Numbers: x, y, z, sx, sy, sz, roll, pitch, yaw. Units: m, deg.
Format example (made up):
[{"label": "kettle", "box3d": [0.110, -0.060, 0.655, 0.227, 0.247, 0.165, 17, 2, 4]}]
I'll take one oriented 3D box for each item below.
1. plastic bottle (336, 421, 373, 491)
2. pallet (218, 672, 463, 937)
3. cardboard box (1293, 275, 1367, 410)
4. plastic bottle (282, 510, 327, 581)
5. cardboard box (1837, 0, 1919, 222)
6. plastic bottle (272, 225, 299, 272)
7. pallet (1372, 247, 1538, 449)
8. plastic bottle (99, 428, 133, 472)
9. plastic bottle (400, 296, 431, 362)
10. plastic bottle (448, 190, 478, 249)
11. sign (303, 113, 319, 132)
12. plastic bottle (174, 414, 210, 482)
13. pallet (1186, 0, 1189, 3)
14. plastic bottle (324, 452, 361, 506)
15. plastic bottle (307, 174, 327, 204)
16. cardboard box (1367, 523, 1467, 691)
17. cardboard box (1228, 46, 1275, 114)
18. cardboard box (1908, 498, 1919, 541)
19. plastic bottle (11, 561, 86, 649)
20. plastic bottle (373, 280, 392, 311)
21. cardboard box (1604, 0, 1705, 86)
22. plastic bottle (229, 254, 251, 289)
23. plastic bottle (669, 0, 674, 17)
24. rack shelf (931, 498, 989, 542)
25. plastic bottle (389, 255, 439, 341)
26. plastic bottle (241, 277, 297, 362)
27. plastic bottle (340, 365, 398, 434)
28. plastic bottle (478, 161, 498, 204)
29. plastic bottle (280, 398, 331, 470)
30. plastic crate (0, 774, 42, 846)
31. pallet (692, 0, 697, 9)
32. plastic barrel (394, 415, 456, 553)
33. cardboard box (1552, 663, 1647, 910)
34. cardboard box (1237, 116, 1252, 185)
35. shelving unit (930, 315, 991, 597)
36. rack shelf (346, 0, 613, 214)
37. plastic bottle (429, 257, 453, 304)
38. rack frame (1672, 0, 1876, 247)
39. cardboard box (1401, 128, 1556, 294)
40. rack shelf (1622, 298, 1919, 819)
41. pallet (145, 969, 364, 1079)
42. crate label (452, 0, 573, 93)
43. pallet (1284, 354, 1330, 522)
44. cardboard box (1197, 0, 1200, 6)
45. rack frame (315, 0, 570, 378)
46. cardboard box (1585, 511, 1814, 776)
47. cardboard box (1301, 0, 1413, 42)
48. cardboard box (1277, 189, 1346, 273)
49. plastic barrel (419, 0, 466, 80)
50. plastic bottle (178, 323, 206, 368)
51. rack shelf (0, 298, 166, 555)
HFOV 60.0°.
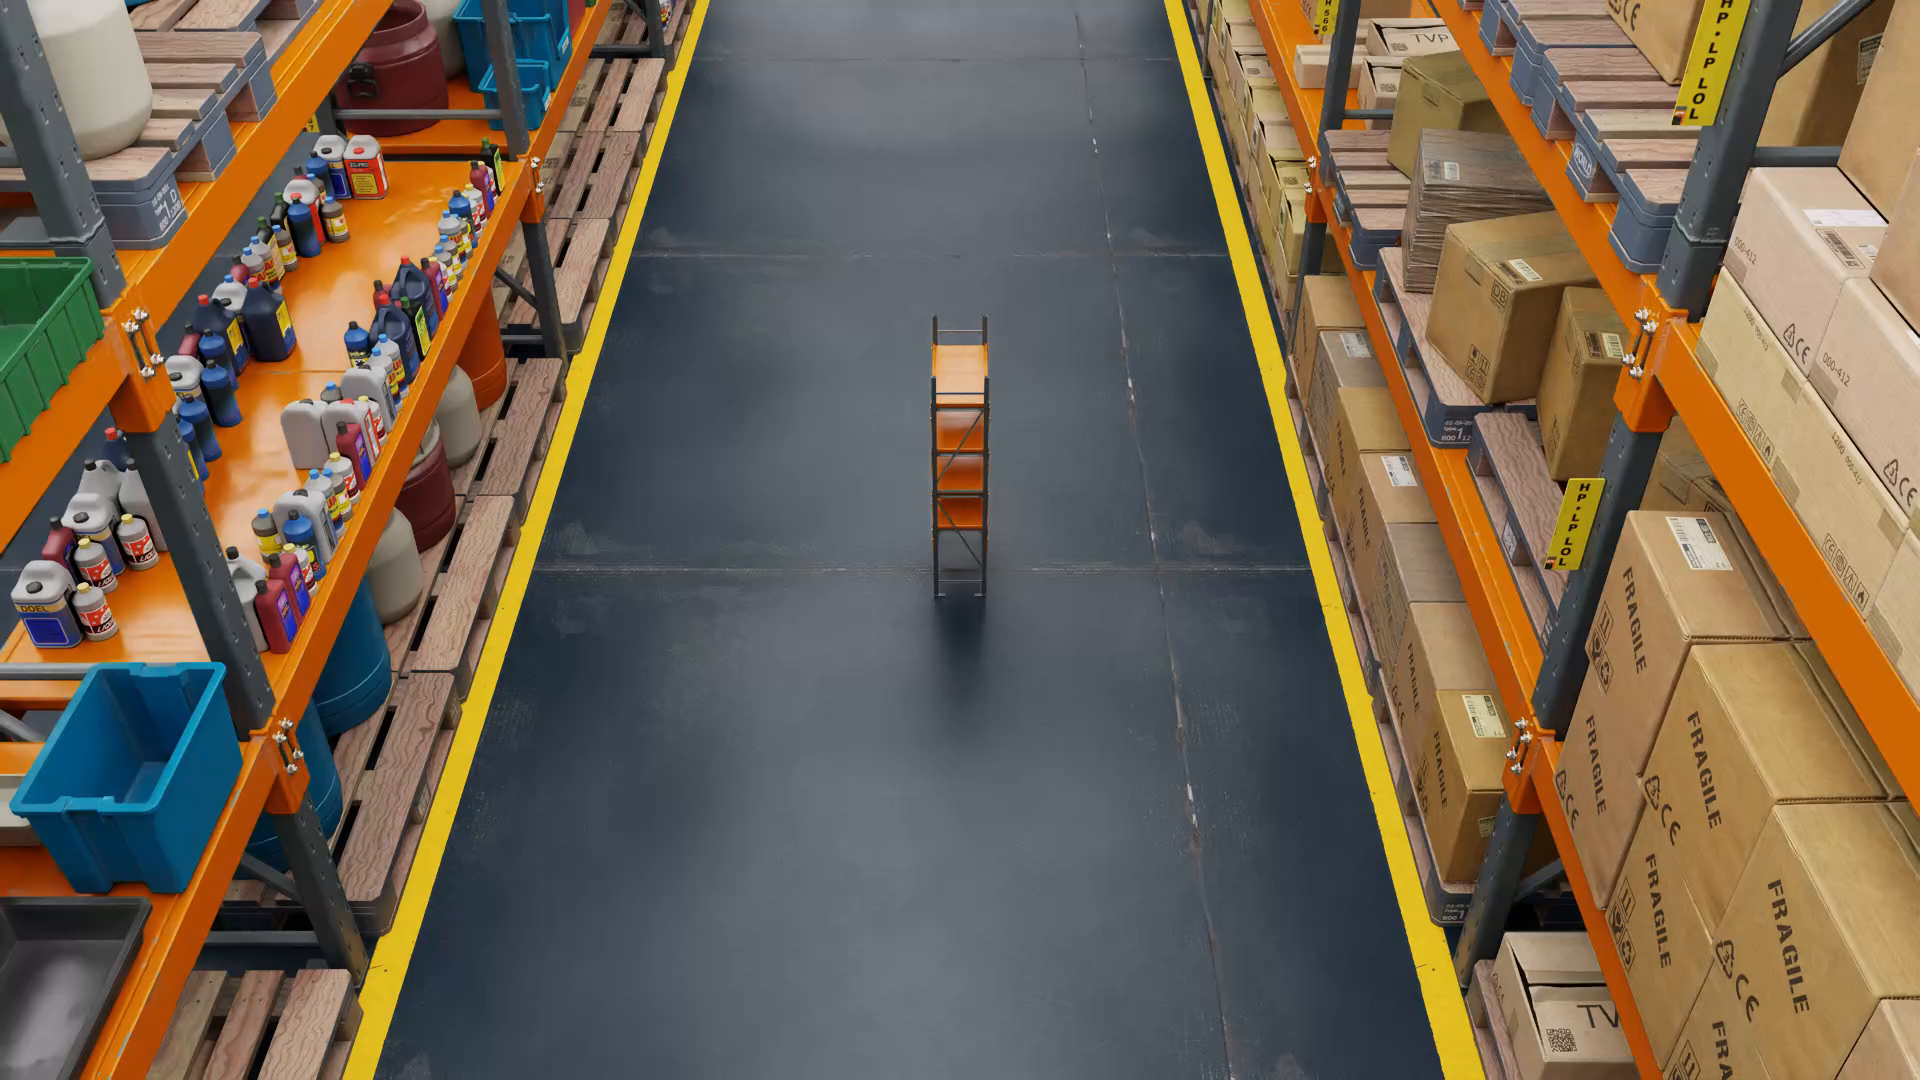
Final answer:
[{"label": "plastic bottle", "box3d": [-2.229, -0.331, 6.103, 0.061, 0.283, 0.133, 0, 39, 0]}, {"label": "pallet", "box3d": [-2.614, 1.014, 6.562, 1.003, 0.211, 1.213, 0, 39, 0]}, {"label": "cardboard box", "box3d": [2.009, -1.006, 8.499, 0.500, 0.500, 0.500, 2, 39, 2]}, {"label": "plastic bottle", "box3d": [-2.247, 0.012, 5.684, 0.097, 0.271, 0.097, 0, 39, 0]}, {"label": "cardboard box", "box3d": [2.338, -0.889, 3.428, 0.700, 0.500, 0.500, 0, 39, 0]}, {"label": "plastic bottle", "box3d": [-3.008, -1.299, 7.377, 0.097, 0.201, 0.097, 0, 39, 0]}, {"label": "pallet", "box3d": [2.301, -0.803, 6.753, 1.003, 0.211, 1.213, 0, 39, 0]}, {"label": "plastic bottle", "box3d": [-2.983, -0.263, 5.964, 0.144, 0.351, 0.185, 0, 39, 0]}, {"label": "plastic bottle", "box3d": [-2.230, -0.881, 6.790, 0.061, 0.283, 0.133, 0, 39, 0]}, {"label": "plastic bottle", "box3d": [-2.250, -1.452, 7.512, 0.097, 0.271, 0.097, 0, 39, 0]}, {"label": "sign", "box3d": [-3.209, -2.152, 8.152, 0.100, 0.325, 0.005, 0, 39, 0]}, {"label": "plastic bottle", "box3d": [-2.855, -0.343, 6.128, 0.097, 0.271, 0.097, 0, 39, 0]}, {"label": "pallet", "box3d": [2.326, -4.770, 13.779, 1.003, 0.211, 1.213, 0, 39, 0]}, {"label": "plastic bottle", "box3d": [-2.247, -0.227, 6.039, 0.097, 0.201, 0.097, 0, 39, 0]}, {"label": "plastic bottle", "box3d": [-3.009, -1.611, 7.766, 0.097, 0.201, 0.097, 0, 39, 0]}, {"label": "cardboard box", "box3d": [2.019, 0.280, 6.895, 0.500, 0.500, 0.500, 0, 39, 1]}, {"label": "cardboard box", "box3d": [2.038, -3.010, 10.768, 0.500, 0.311, 0.500, -1, 39, -2]}, {"label": "cardboard box", "box3d": [2.042, 0.030, 2.881, 0.500, 0.250, 0.500, 0, 39, 0]}, {"label": "plastic bottle", "box3d": [-2.978, 0.210, 5.433, 0.152, 0.276, 0.135, 0, 39, 0]}, {"label": "plastic bottle", "box3d": [-2.375, -0.964, 6.894, 0.061, 0.283, 0.133, 0, 39, 0]}, {"label": "cardboard box", "box3d": [2.348, -1.738, 4.872, 0.600, 0.600, 0.600, 0, 39, -1]}, {"label": "plastic bottle", "box3d": [-3.026, -1.054, 7.006, 0.061, 0.283, 0.133, 0, 39, 0]}, {"label": "plastic bottle", "box3d": [-2.254, -4.105, 12.546, 0.152, 0.276, 0.135, 1, 39, 2]}, {"label": "rack shelf", "box3d": [0.000, -0.157, 7.657, 0.258, 0.148, 0.480, 0, 39, 0]}, {"label": "plastic bottle", "box3d": [-2.272, -1.007, 6.893, 0.144, 0.351, 0.185, 0, 39, 0]}, {"label": "plastic bottle", "box3d": [-2.832, -0.920, 6.785, 0.144, 0.351, 0.185, 0, 39, 0]}, {"label": "plastic bottle", "box3d": [-2.275, -0.557, 6.391, 0.152, 0.276, 0.135, 0, 39, 0]}, {"label": "plastic bottle", "box3d": [-2.250, -1.691, 7.866, 0.097, 0.201, 0.097, 0, 39, 0]}, {"label": "plastic bottle", "box3d": [-2.427, -0.412, 6.210, 0.152, 0.276, 0.135, 0, 39, 0]}, {"label": "plastic crate", "box3d": [-2.797, 0.779, 4.788, 0.396, 0.136, 0.243, 0, 39, 0]}, {"label": "pallet", "box3d": [-2.627, -4.691, 13.681, 1.003, 0.211, 1.213, 0, 39, 0]}, {"label": "plastic barrel", "box3d": [-2.640, -0.304, 7.569, 0.600, 0.588, 0.708, 0, 39, 0]}, {"label": "cardboard box", "box3d": [2.027, 0.687, 4.660, 0.500, 0.500, 0.500, 1, 39, 1]}, {"label": "cardboard box", "box3d": [2.045, -2.473, 10.545, 0.500, 0.250, 0.500, 1, 39, 1]}, {"label": "shelving unit", "box3d": [0.000, -0.365, 7.491, 0.258, 1.200, 0.503, 0, 39, 0]}, {"label": "rack shelf", "box3d": [-2.661, -3.063, 9.994, 1.077, 0.370, 4.000, 0, 39, 0]}, {"label": "plastic bottle", "box3d": [-2.249, -1.120, 7.154, 0.097, 0.201, 0.097, 0, 39, 0]}, {"label": "rack frame", "box3d": [2.299, -1.934, 3.213, 1.000, 3.000, 0.127, 0, 39, 0]}, {"label": "cardboard box", "box3d": [2.218, -1.331, 6.843, 0.700, 0.500, 0.500, 7, 39, 8]}, {"label": "rack shelf", "box3d": [2.301, 0.768, 2.815, 1.077, 0.370, 4.000, 0, 39, 0]}, {"label": "pallet", "box3d": [-2.615, 1.956, 5.386, 1.003, 0.211, 1.213, 0, 39, 0]}, {"label": "crate label", "box3d": [-2.390, -2.728, 8.973, 0.502, 0.435, 0.616, 0, 39, 0]}, {"label": "pallet", "box3d": [2.257, -0.539, 8.500, 1.003, 0.211, 1.213, 0, 39, 0]}, {"label": "cardboard box", "box3d": [2.080, -4.289, 12.812, 0.500, 0.250, 0.500, 0, 39, 0]}, {"label": "rack frame", "box3d": [-2.659, -2.093, 8.209, 1.000, 3.000, 0.127, 0, 39, 0]}, {"label": "cardboard box", "box3d": [2.018, 0.273, 4.377, 0.500, 0.500, 0.500, 1, 39, 1]}, {"label": "cardboard box", "box3d": [2.276, -3.183, 9.488, 0.500, 0.500, 0.500, -2, 39, -2]}, {"label": "cardboard box", "box3d": [2.047, -1.731, 9.172, 0.500, 0.311, 0.500, 1, 39, 1]}, {"label": "plastic barrel", "box3d": [-2.874, -2.780, 8.976, 0.421, 0.512, 0.421, 0, 39, 0]}, {"label": "plastic bottle", "box3d": [-3.026, -0.710, 6.576, 0.061, 0.283, 0.133, 0, 39, 0]}, {"label": "rack shelf", "box3d": [-2.652, 0.769, 2.814, 1.077, 0.370, 4.000, 0, 39, 0]}]
